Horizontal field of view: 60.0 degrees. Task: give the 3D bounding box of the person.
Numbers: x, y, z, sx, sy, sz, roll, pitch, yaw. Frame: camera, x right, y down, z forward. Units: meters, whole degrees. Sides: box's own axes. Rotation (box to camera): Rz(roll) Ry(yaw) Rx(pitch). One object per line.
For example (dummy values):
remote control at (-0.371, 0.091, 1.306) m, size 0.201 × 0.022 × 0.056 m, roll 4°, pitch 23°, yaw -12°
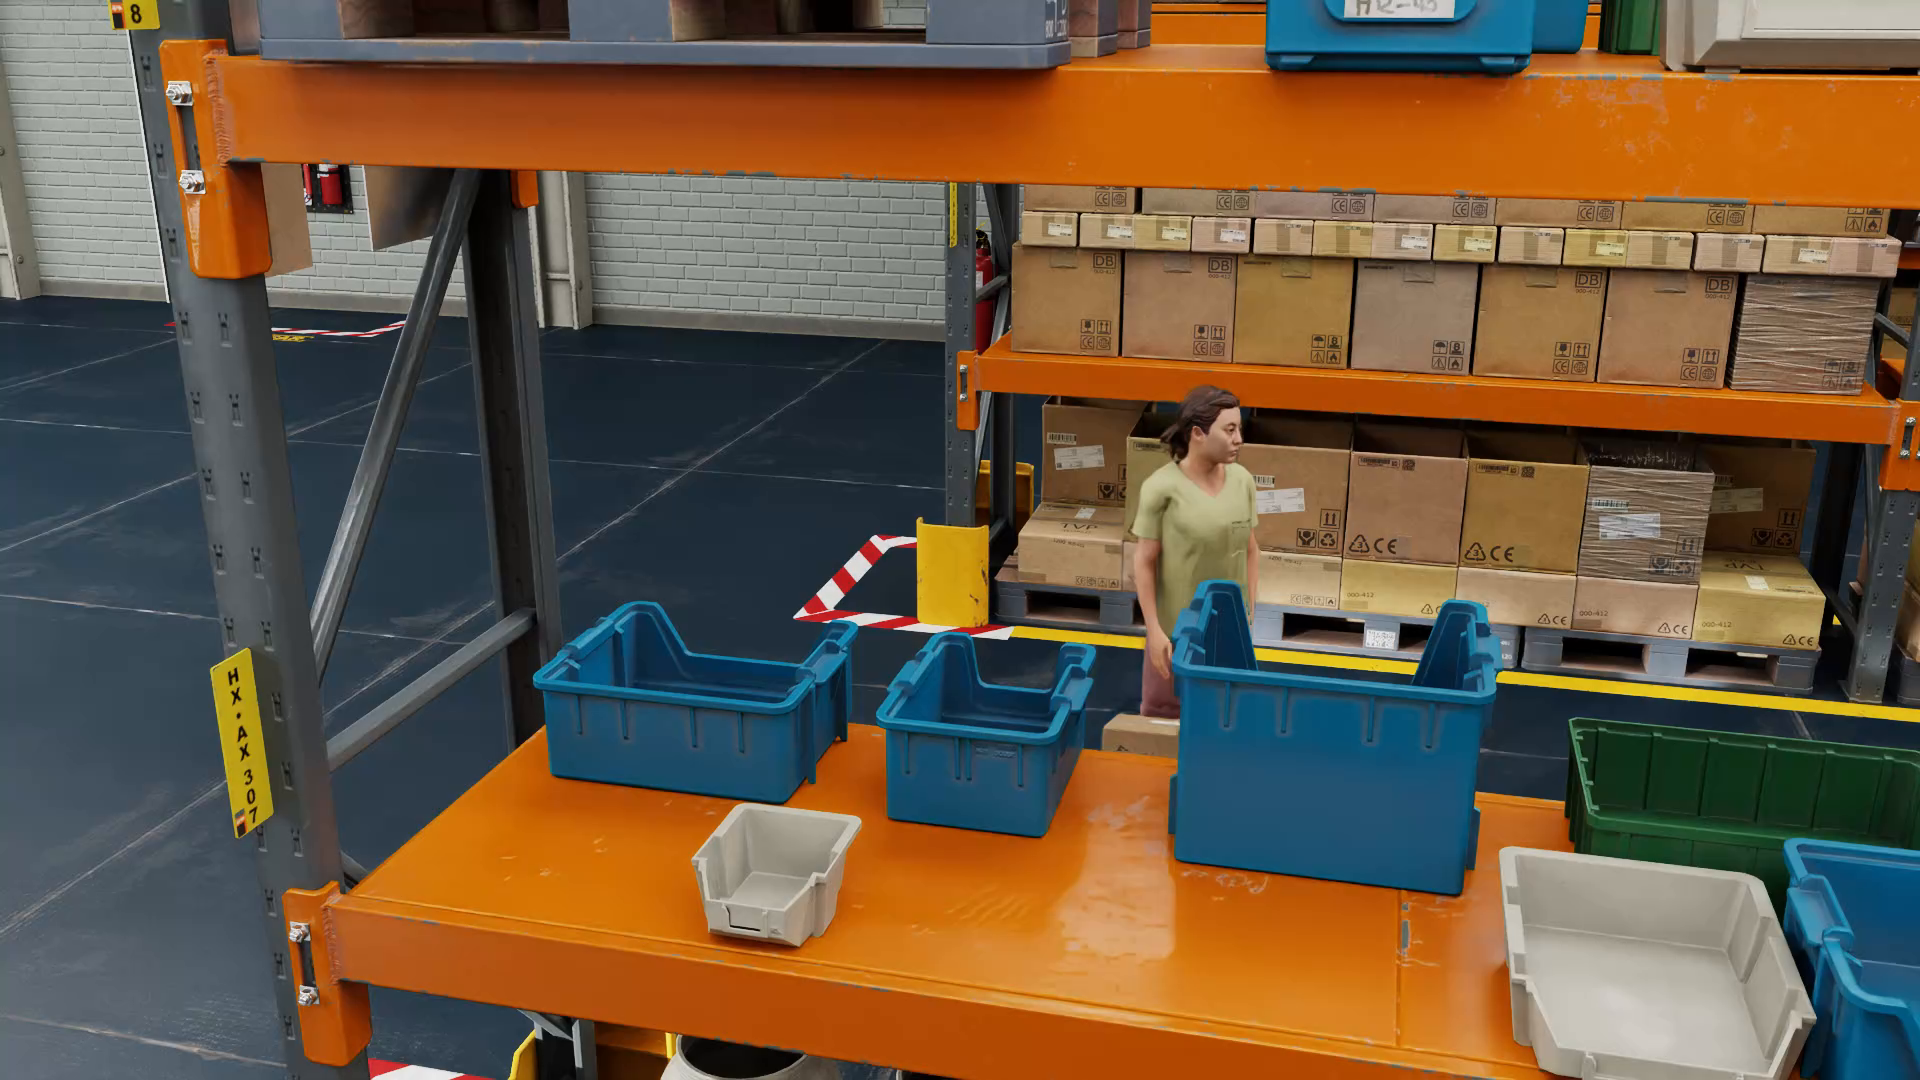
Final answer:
person at (0.746, 0.311, 5.581) m, size 0.564 × 1.677 × 0.369 m, roll -6°, pitch 19°, yaw -17°
